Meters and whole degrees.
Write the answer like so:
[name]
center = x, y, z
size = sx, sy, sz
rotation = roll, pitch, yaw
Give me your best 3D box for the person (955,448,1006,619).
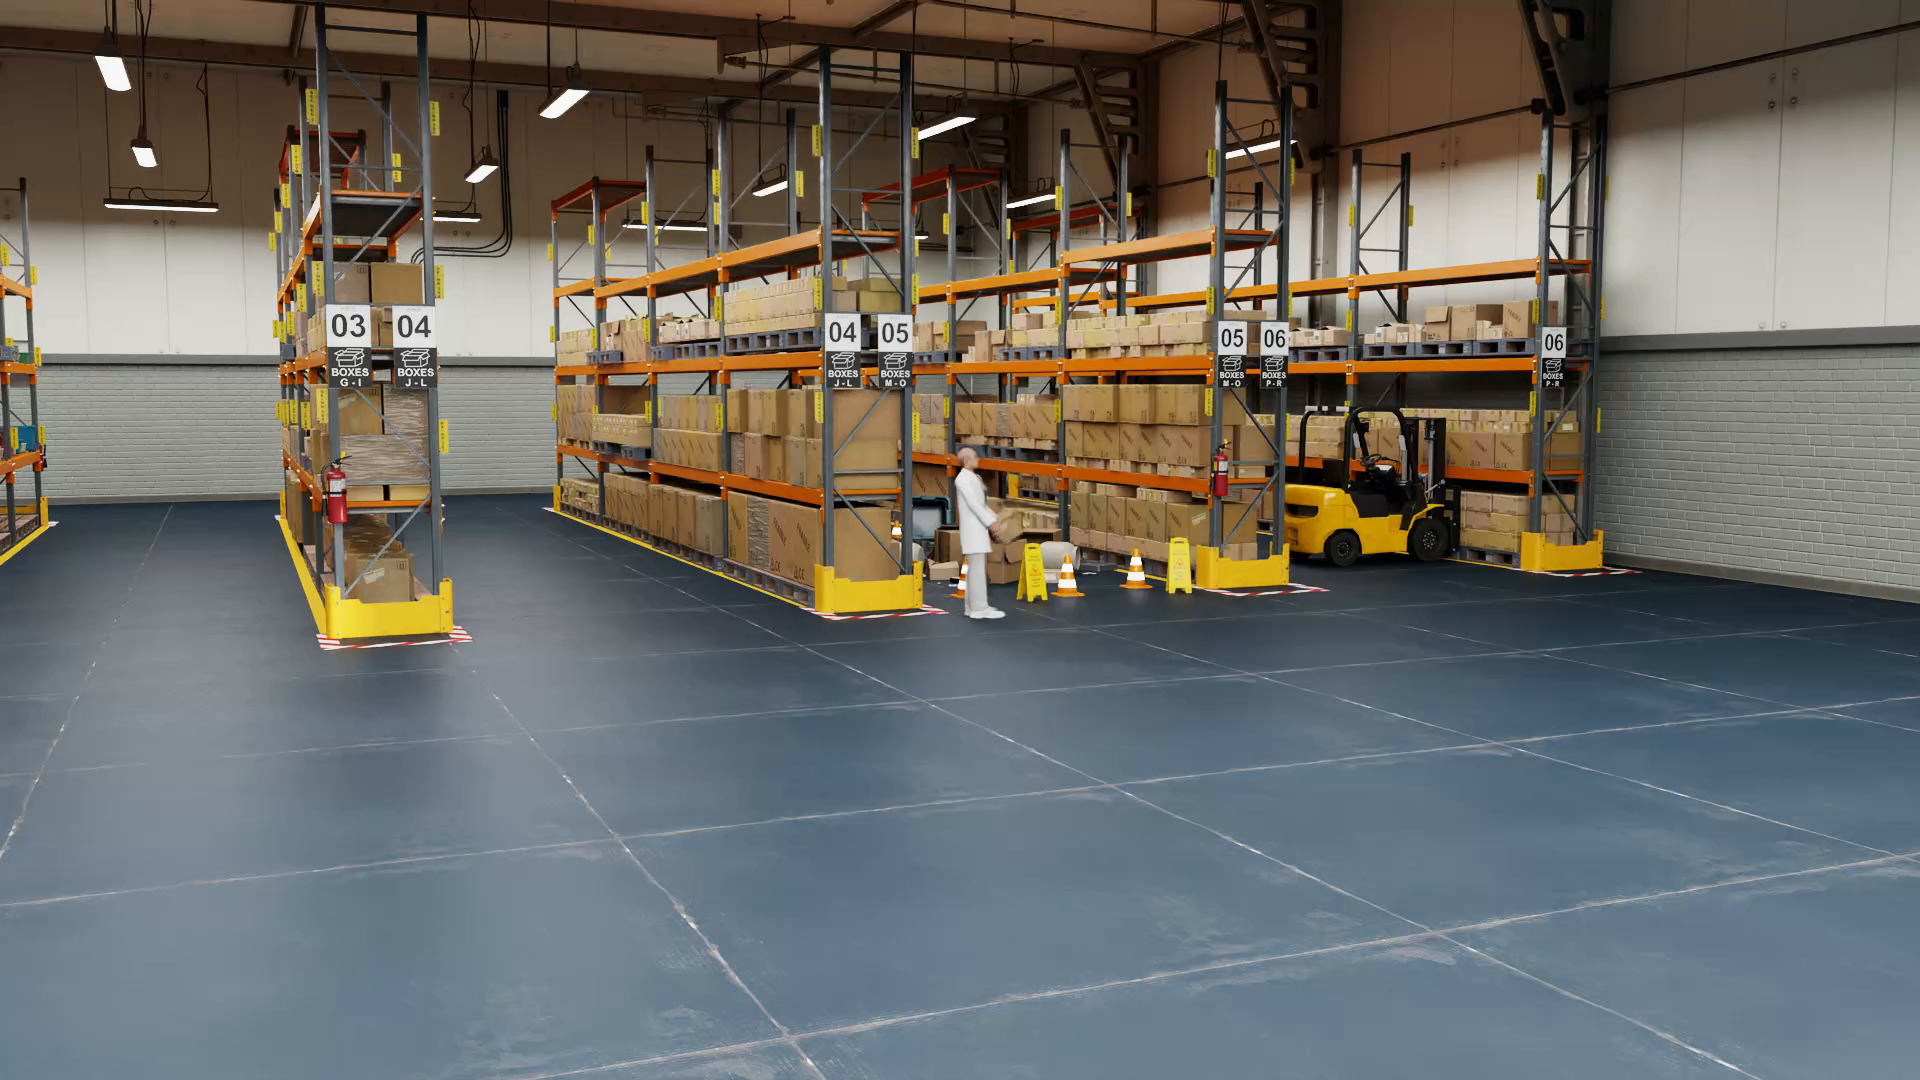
[person]
center = 0.235, -0.082, 17.520
size = 0.540, 1.779, 0.566
rotation = 1, 5, 9
